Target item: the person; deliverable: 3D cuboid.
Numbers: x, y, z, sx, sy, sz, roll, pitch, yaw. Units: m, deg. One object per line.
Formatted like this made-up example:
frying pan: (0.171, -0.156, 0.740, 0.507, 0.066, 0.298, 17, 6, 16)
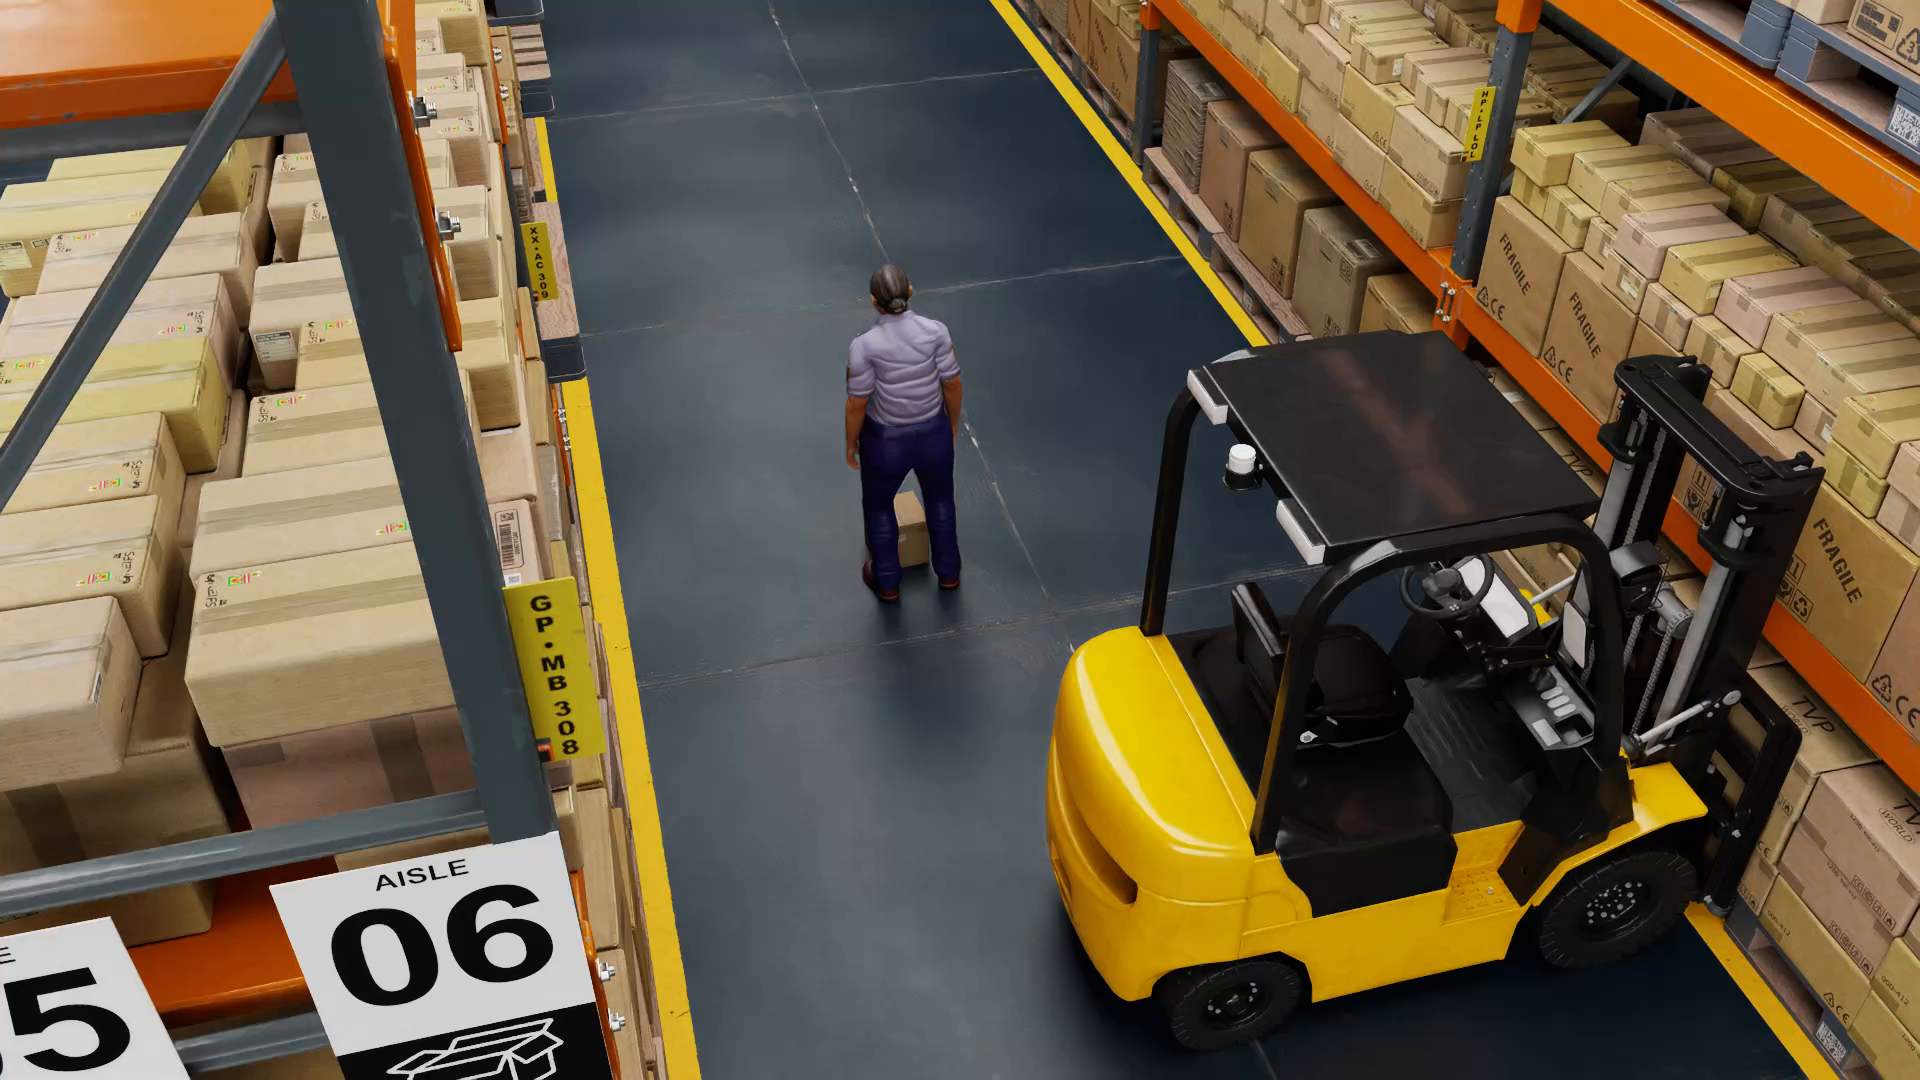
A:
person: (-0.233, -0.445, 7.282, 0.562, 1.651, 0.372, -12, 40, -15)
